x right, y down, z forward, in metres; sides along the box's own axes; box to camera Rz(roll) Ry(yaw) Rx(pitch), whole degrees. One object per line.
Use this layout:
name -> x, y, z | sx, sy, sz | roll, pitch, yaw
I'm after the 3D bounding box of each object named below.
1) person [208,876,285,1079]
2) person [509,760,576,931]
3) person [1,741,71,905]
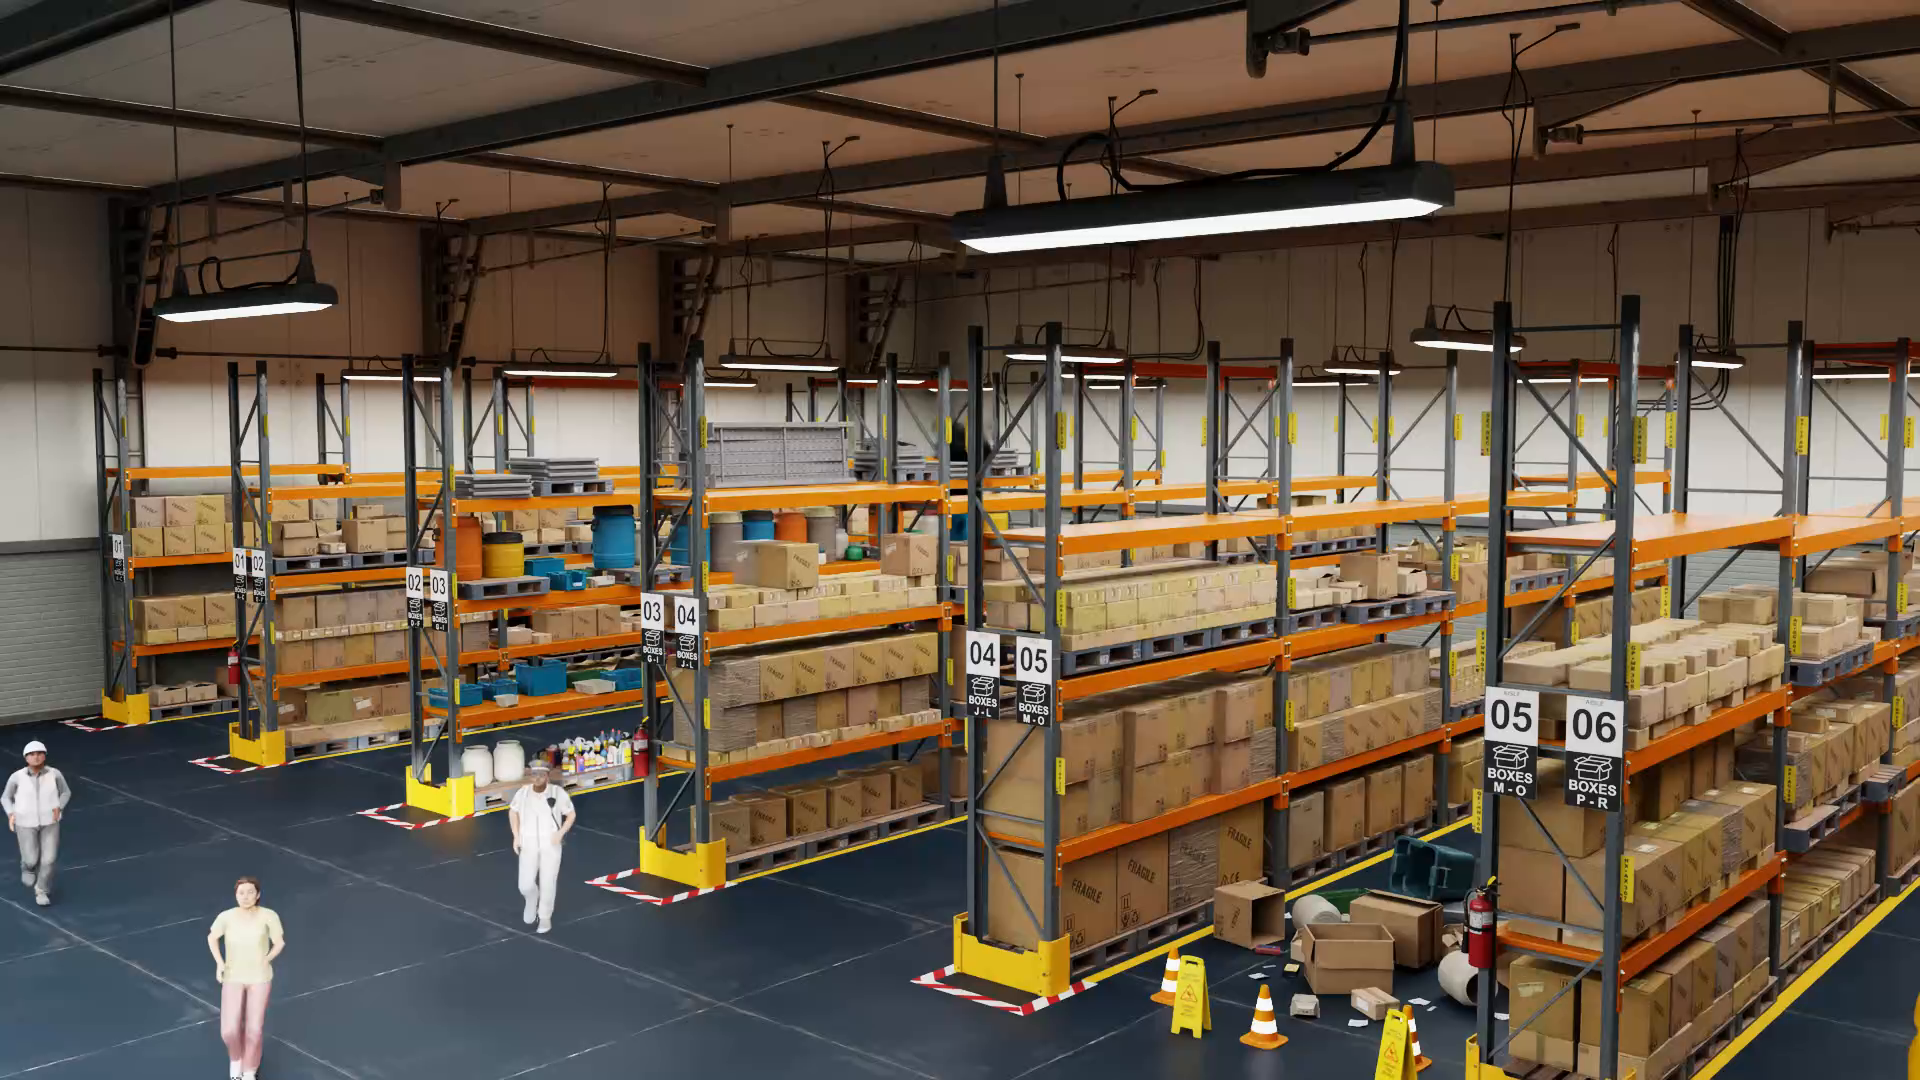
person -> -5.488, 3.397, 12.791 | 0.555, 1.628, 0.556 | -1, 4, -19
person -> -4.209, 3.063, 16.732 | 0.675, 1.748, 0.593 | -1, 4, -7
person -> -9.842, 3.003, 17.745 | 0.659, 1.729, 0.586 | -3, 5, -34
